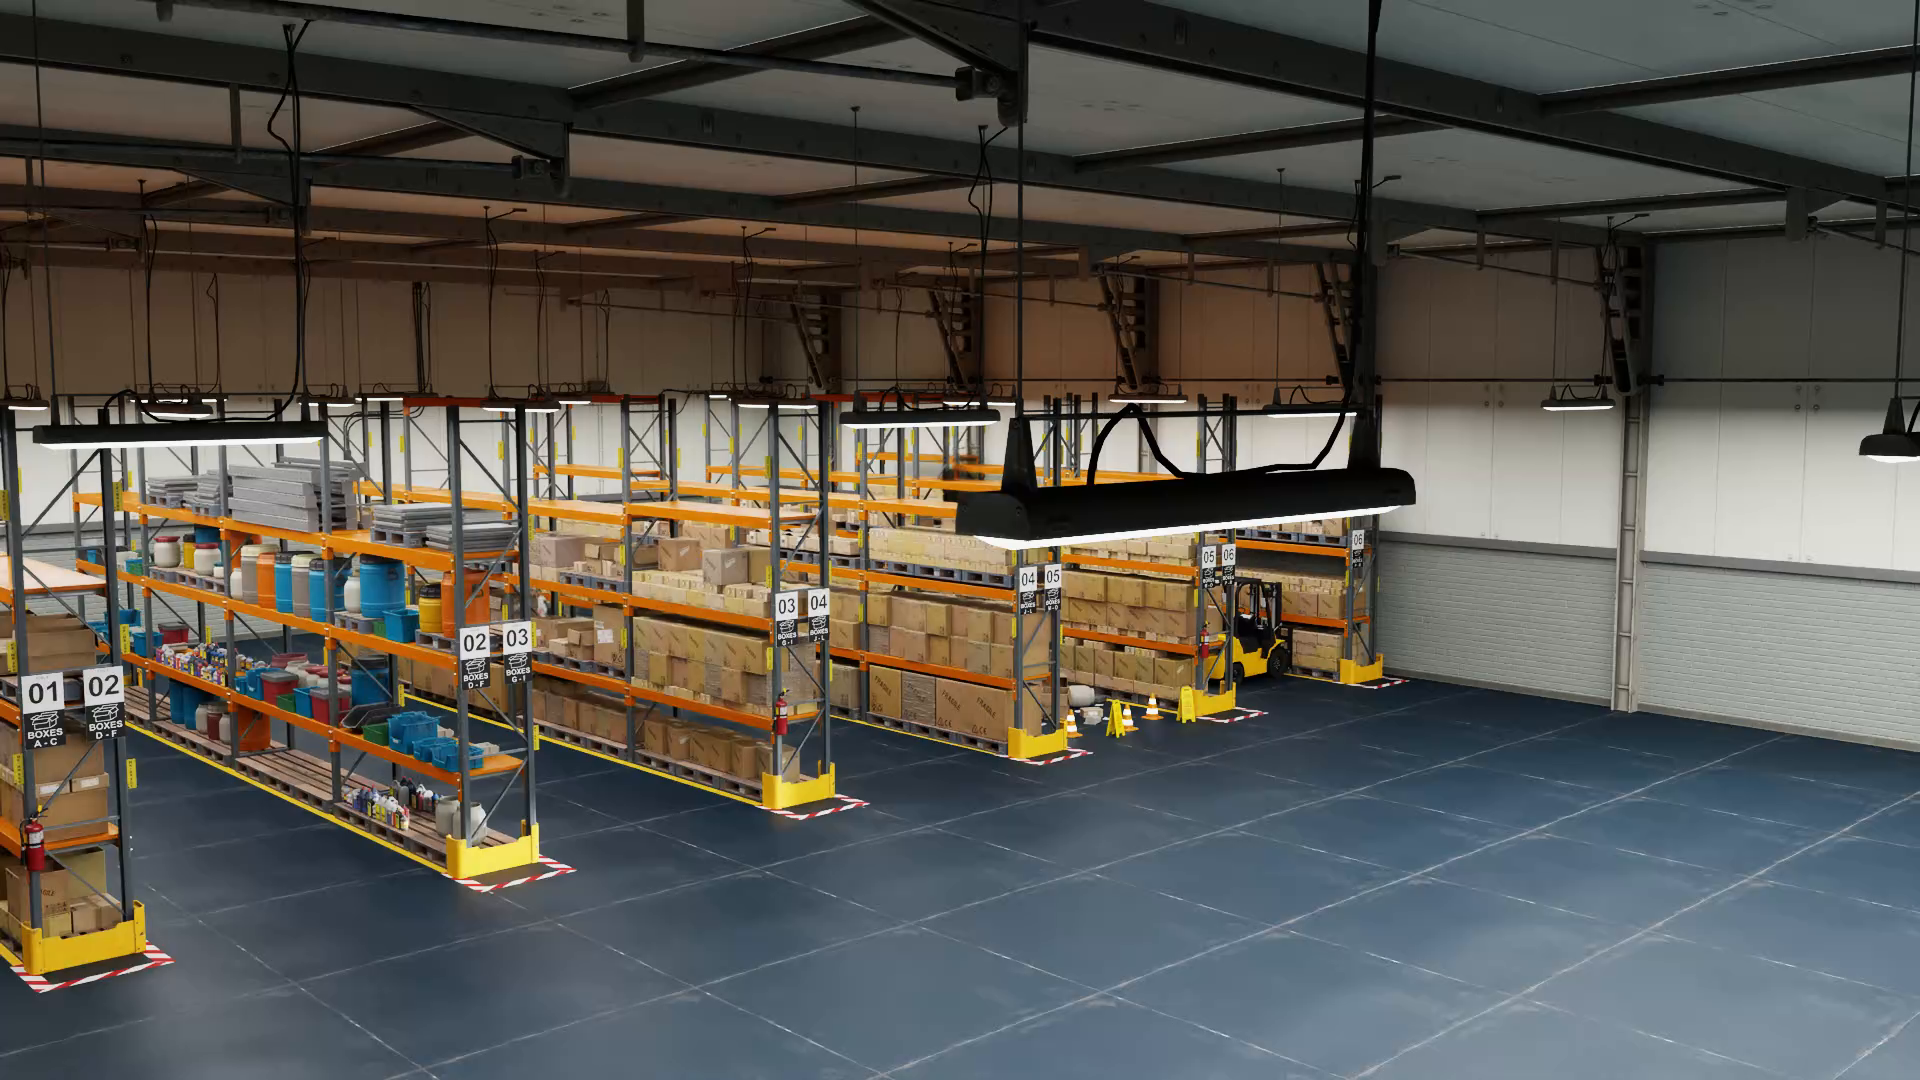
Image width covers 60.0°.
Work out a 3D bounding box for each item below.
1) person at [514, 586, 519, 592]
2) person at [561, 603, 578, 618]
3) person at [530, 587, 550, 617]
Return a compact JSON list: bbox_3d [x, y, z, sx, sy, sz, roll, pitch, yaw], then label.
[{"bbox_3d":[-10.108,1.872,37.674,0.563,1.723,0.727,-4,7,-36],"label":"person"},{"bbox_3d":[-9.616,1.504,41.141,0.510,1.715,0.777,2,6,18],"label":"person"},{"bbox_3d":[-9.404,1.874,36.865,0.643,1.809,0.922,-5,7,-40],"label":"person"}]
